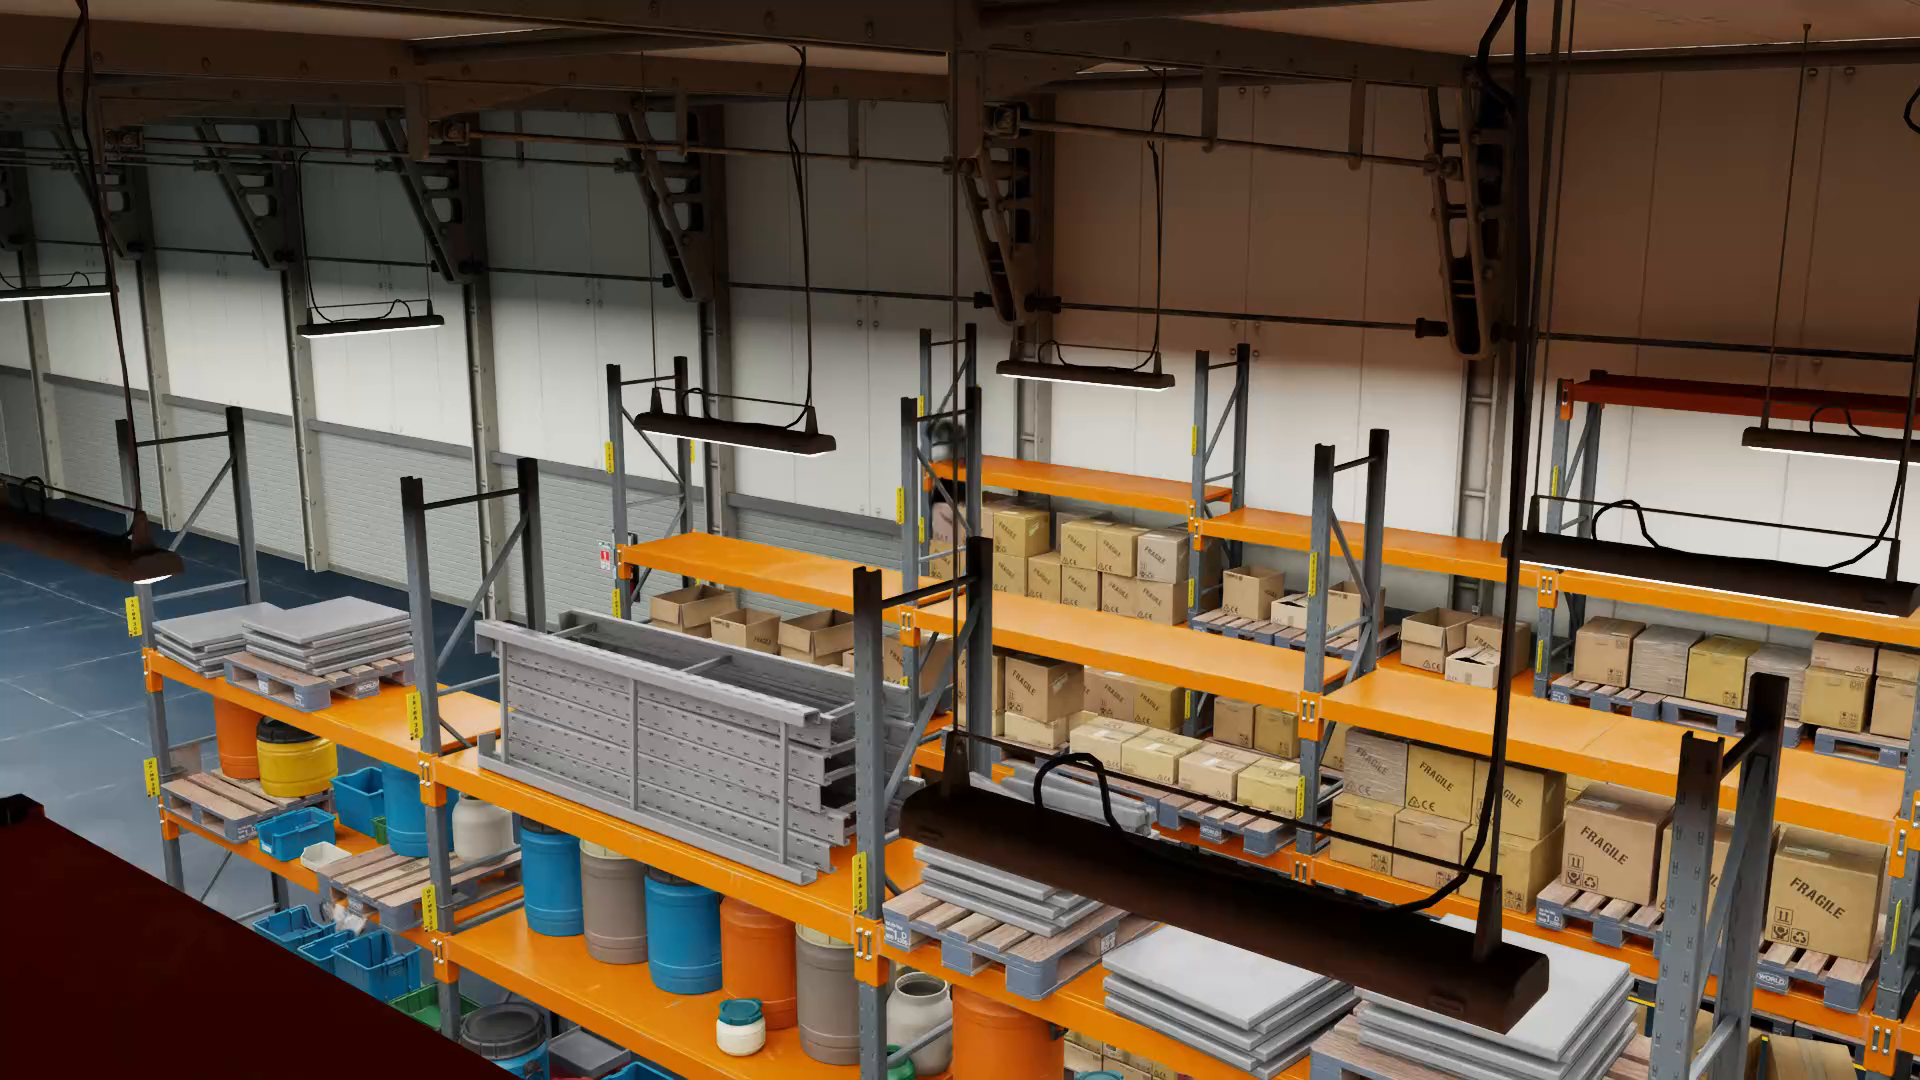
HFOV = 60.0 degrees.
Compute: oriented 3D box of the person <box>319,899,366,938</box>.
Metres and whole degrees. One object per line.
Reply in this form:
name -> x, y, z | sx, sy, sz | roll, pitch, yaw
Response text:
person -> -5.853, 3.741, 15.935 | 0.732, 1.661, 0.656 | 1, 13, 6
